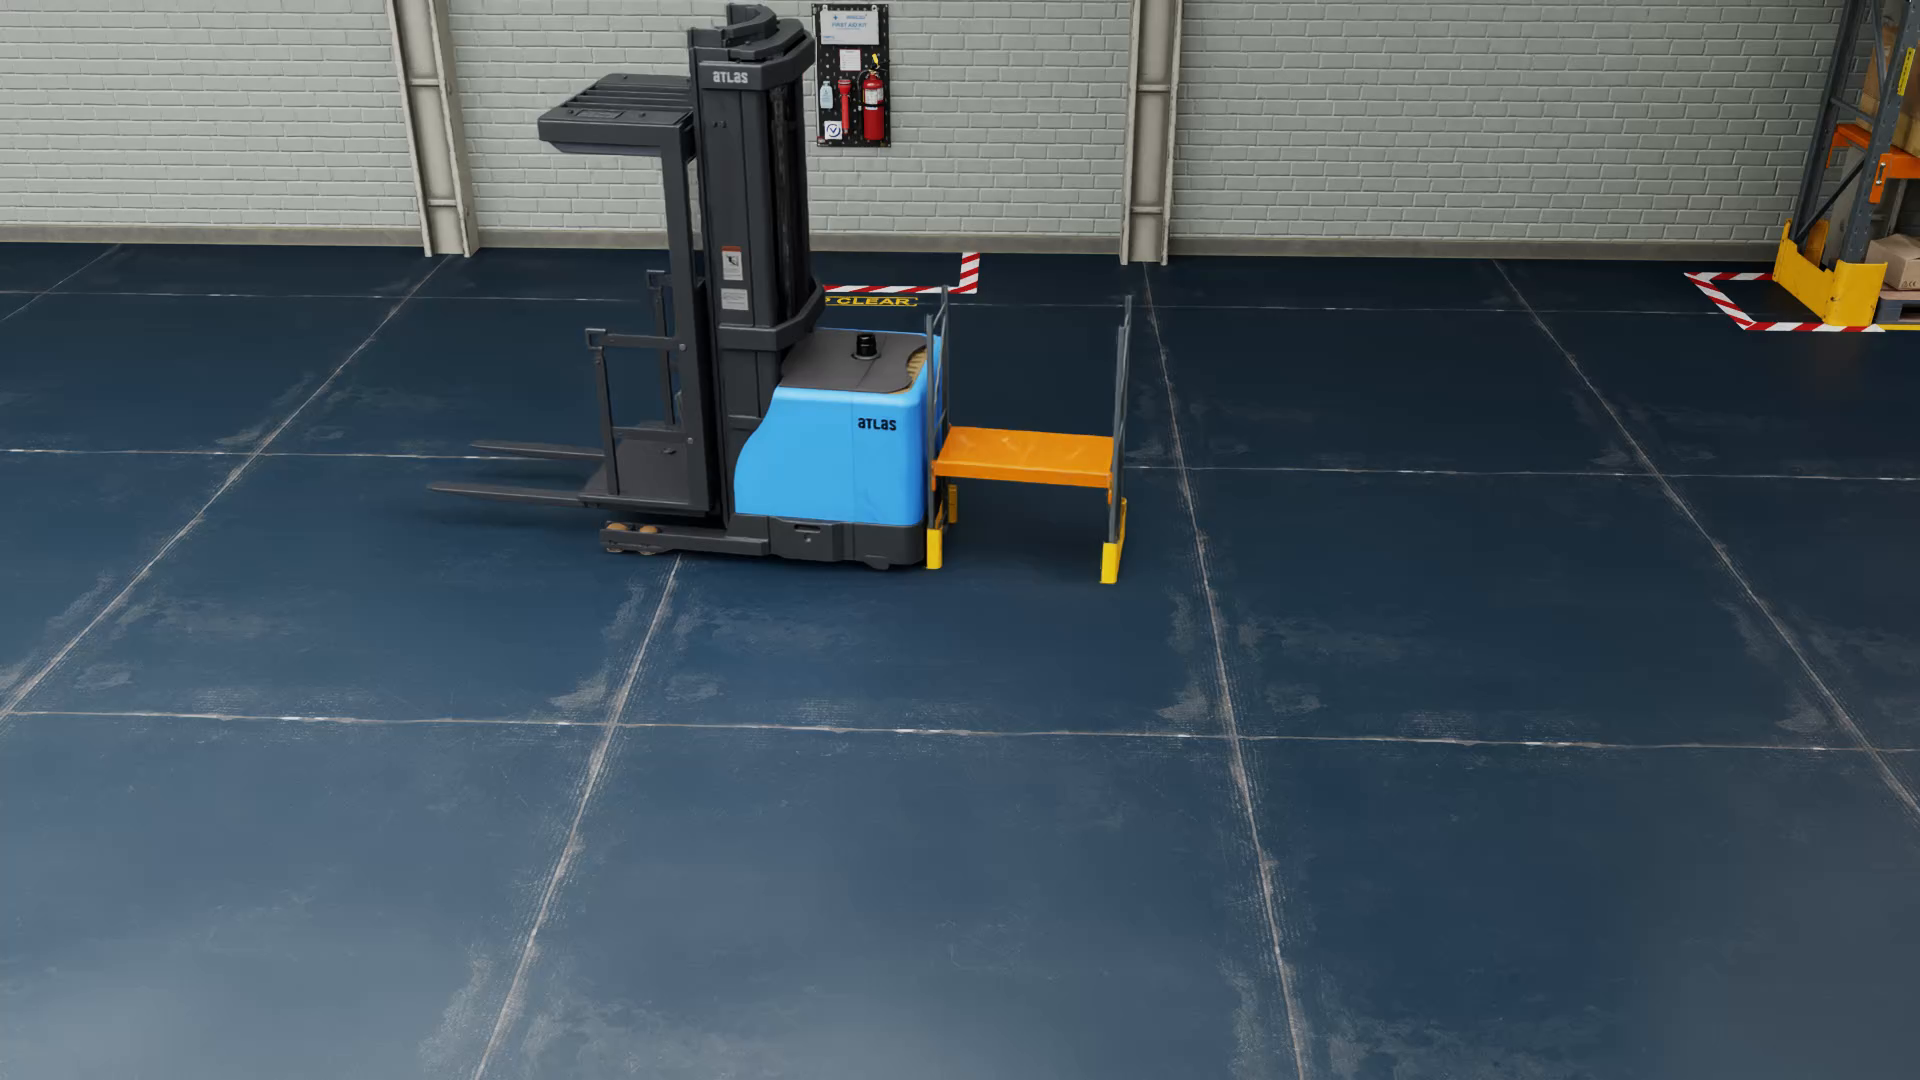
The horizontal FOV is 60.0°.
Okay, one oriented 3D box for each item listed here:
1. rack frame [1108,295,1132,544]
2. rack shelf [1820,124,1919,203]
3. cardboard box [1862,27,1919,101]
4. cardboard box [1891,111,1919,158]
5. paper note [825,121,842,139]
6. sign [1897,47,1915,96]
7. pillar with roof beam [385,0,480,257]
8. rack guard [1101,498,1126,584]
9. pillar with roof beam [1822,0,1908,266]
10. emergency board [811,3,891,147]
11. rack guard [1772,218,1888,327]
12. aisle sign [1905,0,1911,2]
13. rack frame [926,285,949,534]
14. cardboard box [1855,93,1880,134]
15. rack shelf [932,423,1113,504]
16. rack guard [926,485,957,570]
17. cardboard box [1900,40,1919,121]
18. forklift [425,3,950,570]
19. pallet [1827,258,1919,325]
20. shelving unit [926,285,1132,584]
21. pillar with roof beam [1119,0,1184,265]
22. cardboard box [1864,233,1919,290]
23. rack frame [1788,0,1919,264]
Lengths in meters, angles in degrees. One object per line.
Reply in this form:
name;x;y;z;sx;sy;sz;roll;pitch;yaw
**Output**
rack frame;0.880;-0.554;9.194;0.032;1.500;0.500;5;28;9
rack shelf;8.841;-2.901;12.788;4.000;0.370;1.077;1;28;2
cardboard box;7.321;-3.617;12.710;0.500;0.500;0.500;1;28;1
cardboard box;7.319;-3.038;12.417;0.500;0.250;0.500;0;28;0
paper note;-1.067;-3.449;13.994;0.142;0.148;0.016;1;28;2
sign;6.823;-3.380;12.000;0.005;0.325;0.100;1;28;2
pillar with roof beam;-4.572;-4.479;8.592;0.400;9.000;9.100;1;28;2
rack guard;0.879;-0.002;9.487;0.087;0.250;0.587;5;28;9
pillar with roof beam;7.421;-4.281;8.217;0.400;9.000;9.100;1;28;2
emergency board;-0.892;-3.803;13.722;0.643;1.169;0.194;1;28;2
rack guard;6.918;-2.146;13.265;0.348;0.500;1.175;1;28;2
aisle sign;6.760;-4.261;11.810;0.004;0.787;0.394;1;28;2
rack frame;-0.122;-0.634;9.345;0.032;1.500;0.500;5;28;9
cardboard box;7.316;-3.277;12.869;0.500;0.250;0.500;1;28;3
rack shelf;0.379;-0.435;9.354;1.000;0.185;0.538;5;28;9
rack guard;-0.103;-0.080;9.635;0.087;0.250;0.587;5;28;9
cardboard box;7.309;-3.377;12.256;0.500;0.500;0.500;1;28;2
forklift;-1.625;-1.444;9.345;3.031;2.935;1.130;5;28;9
pallet;7.729;-1.989;13.276;1.213;0.211;1.003;1;28;2
shelving unit;0.388;-0.593;9.268;1.083;1.500;0.587;5;28;9
pillar with roof beam;1.424;-4.380;8.404;0.400;9.000;9.100;1;28;2
cardboard box;7.531;-2.205;13.107;0.500;0.311;0.500;-2;28;-4
rack frame;6.842;-3.252;12.682;0.127;3.000;1.000;1;28;2
